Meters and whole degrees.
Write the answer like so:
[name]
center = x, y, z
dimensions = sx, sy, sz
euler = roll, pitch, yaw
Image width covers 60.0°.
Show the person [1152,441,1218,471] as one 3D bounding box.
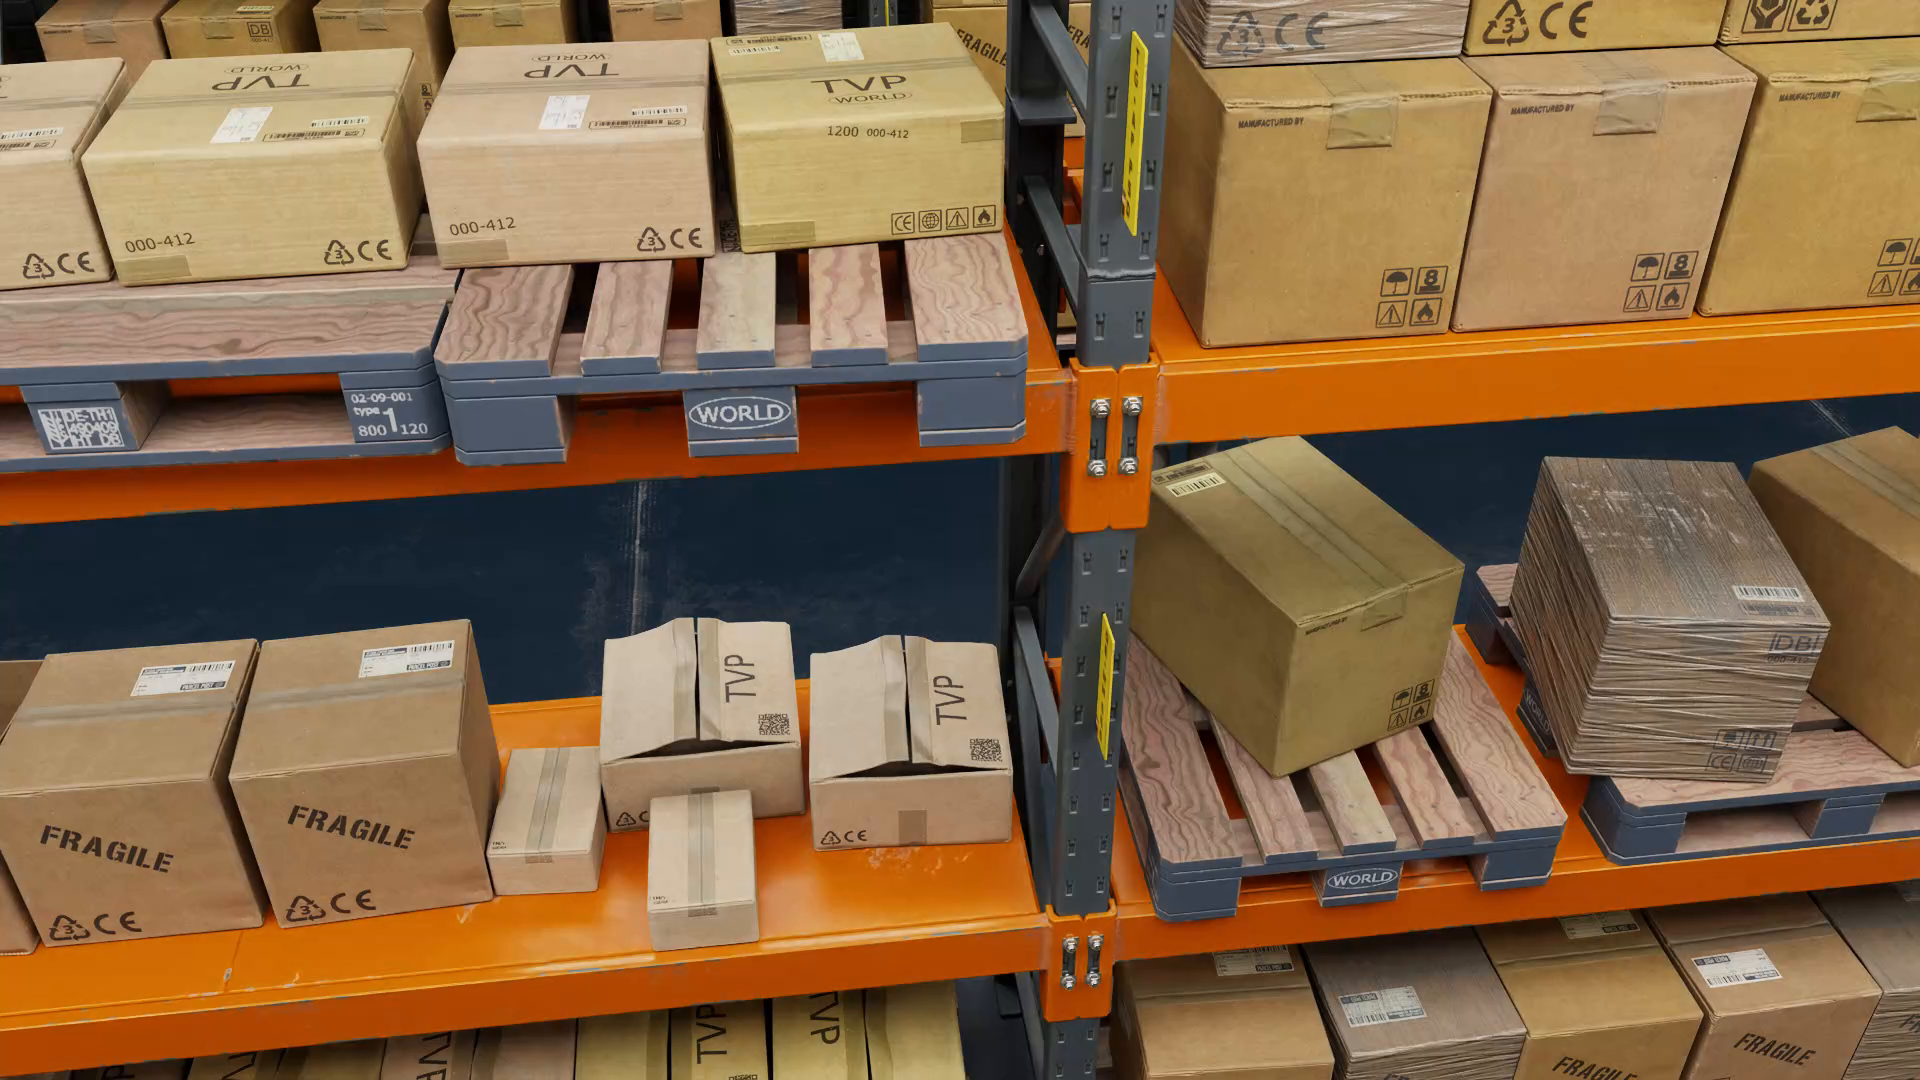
[person]
center = 0.952, -0.732, 7.177
dimensions = 0.424, 1.687, 0.521
euler = -5, 35, -7
